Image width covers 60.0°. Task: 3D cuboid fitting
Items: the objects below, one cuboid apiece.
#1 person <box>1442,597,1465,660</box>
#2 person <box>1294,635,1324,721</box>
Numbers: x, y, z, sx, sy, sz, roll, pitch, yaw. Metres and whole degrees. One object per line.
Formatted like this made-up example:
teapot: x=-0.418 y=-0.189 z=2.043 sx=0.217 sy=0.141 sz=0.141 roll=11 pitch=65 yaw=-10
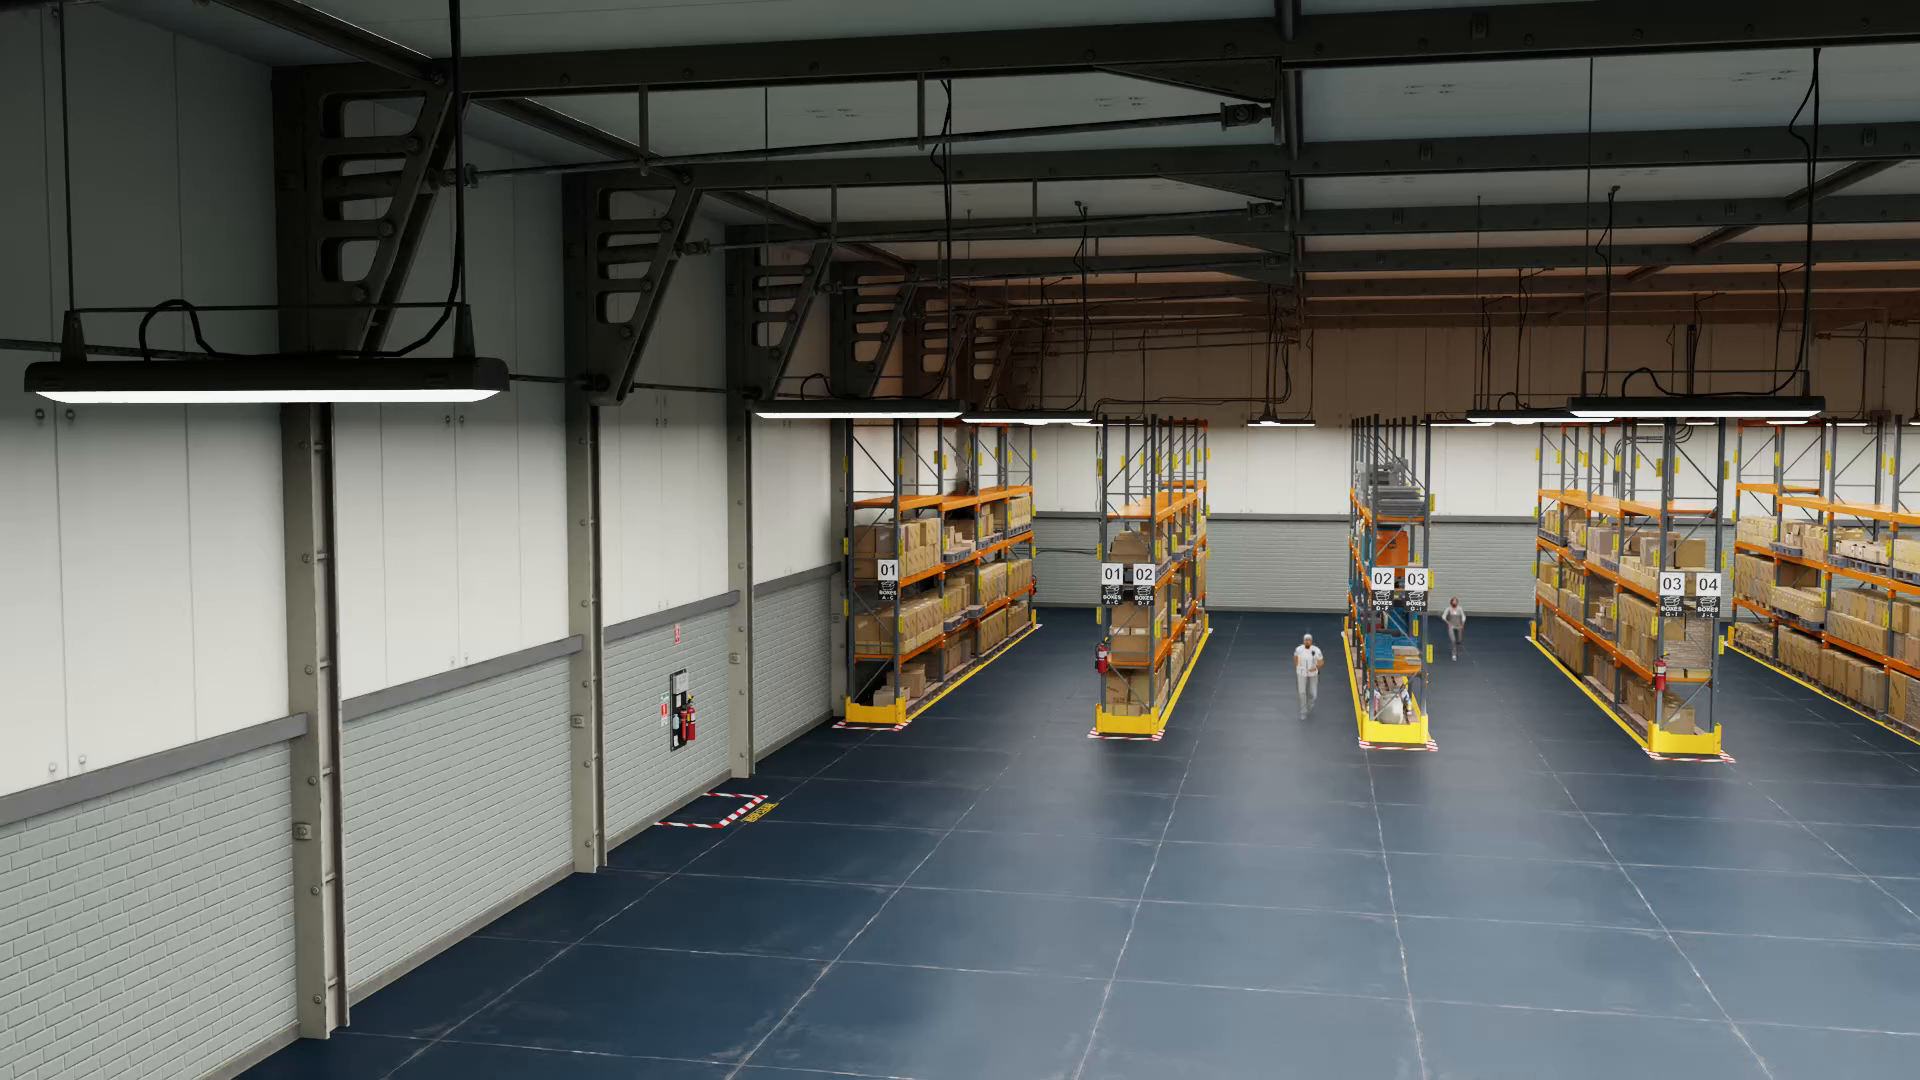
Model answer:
person: x=12.307 y=2.200 z=41.475 sx=0.570 sy=1.555 sz=0.583 roll=0 pitch=4 yaw=3
person: x=6.945 y=2.706 z=33.112 sx=0.576 sy=1.668 sz=1.072 roll=1 pitch=4 yaw=10
